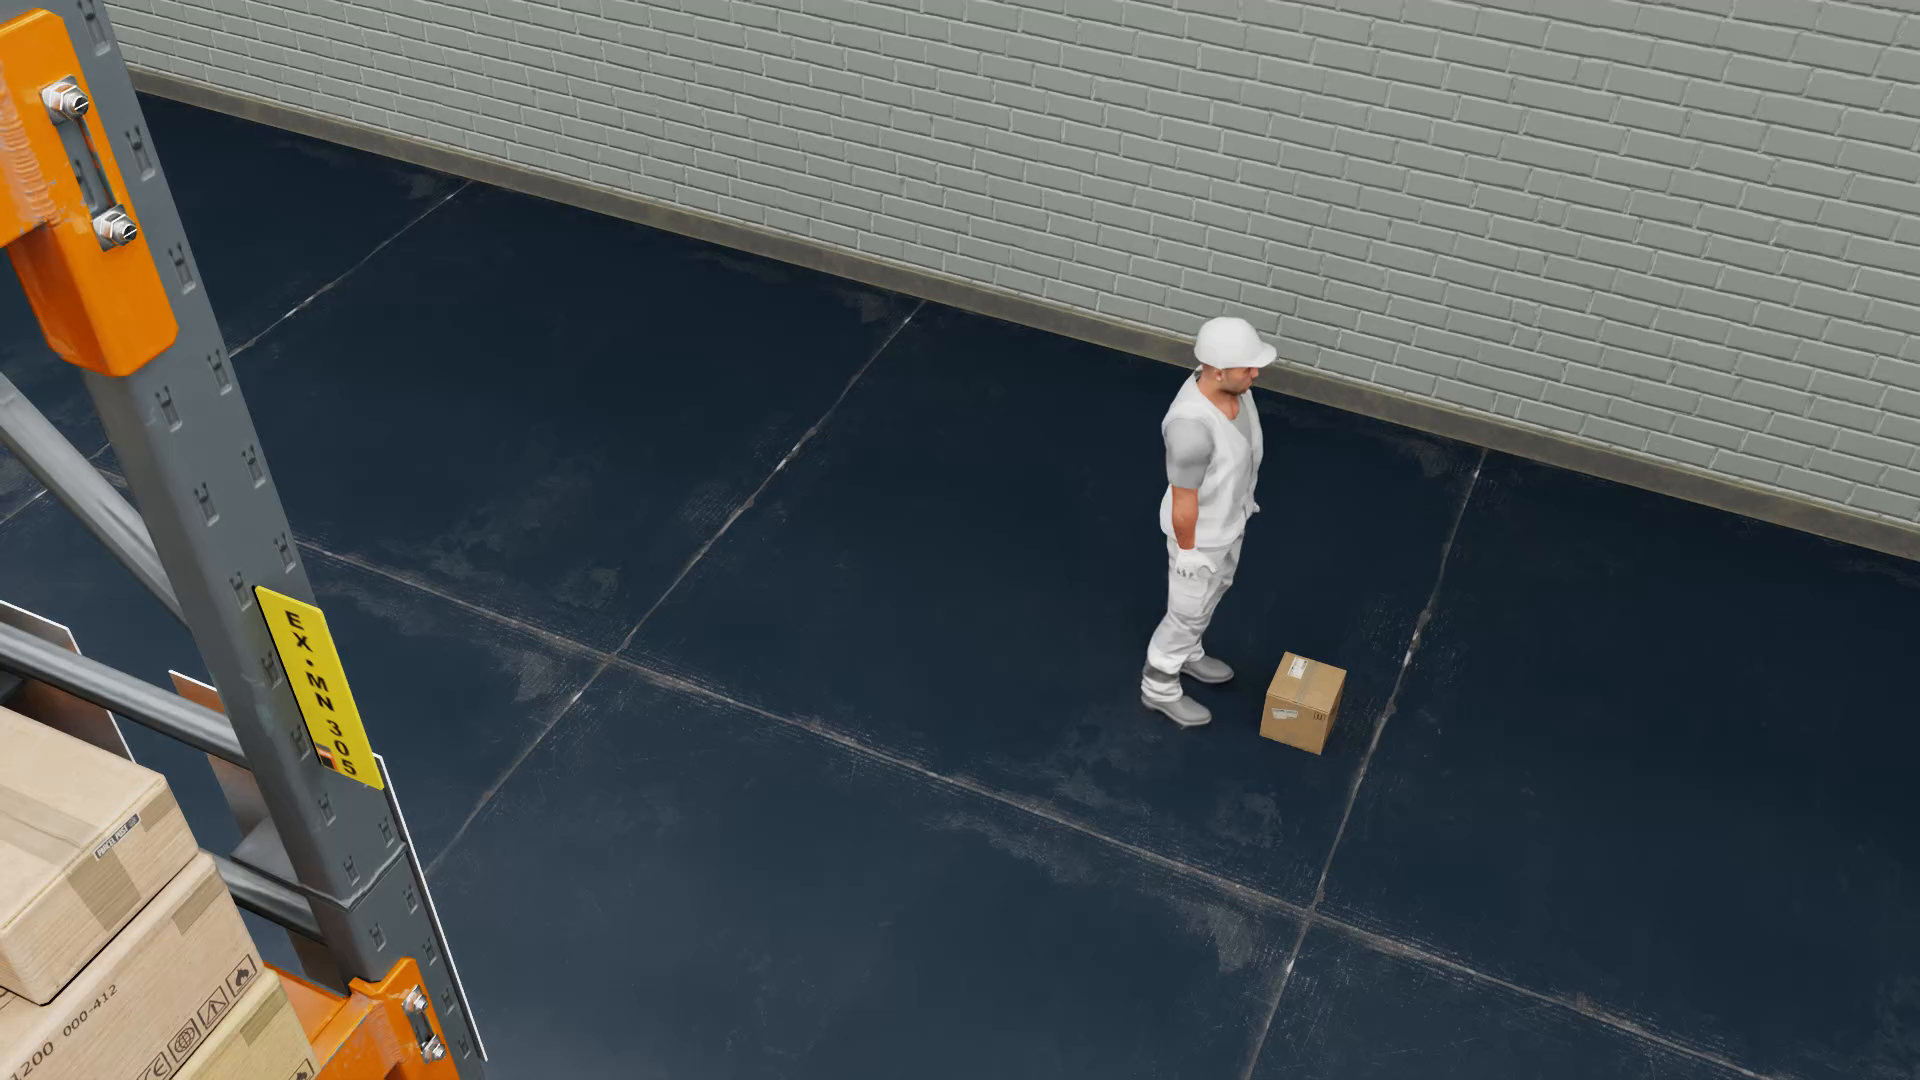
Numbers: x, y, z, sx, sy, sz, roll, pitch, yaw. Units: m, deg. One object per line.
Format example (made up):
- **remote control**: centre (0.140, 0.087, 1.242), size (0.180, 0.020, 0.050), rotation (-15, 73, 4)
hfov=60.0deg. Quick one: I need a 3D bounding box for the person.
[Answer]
- **person**: centre (0.923, -0.073, 6.228), size (0.338, 1.784, 0.526), rotation (18, 45, 19)
